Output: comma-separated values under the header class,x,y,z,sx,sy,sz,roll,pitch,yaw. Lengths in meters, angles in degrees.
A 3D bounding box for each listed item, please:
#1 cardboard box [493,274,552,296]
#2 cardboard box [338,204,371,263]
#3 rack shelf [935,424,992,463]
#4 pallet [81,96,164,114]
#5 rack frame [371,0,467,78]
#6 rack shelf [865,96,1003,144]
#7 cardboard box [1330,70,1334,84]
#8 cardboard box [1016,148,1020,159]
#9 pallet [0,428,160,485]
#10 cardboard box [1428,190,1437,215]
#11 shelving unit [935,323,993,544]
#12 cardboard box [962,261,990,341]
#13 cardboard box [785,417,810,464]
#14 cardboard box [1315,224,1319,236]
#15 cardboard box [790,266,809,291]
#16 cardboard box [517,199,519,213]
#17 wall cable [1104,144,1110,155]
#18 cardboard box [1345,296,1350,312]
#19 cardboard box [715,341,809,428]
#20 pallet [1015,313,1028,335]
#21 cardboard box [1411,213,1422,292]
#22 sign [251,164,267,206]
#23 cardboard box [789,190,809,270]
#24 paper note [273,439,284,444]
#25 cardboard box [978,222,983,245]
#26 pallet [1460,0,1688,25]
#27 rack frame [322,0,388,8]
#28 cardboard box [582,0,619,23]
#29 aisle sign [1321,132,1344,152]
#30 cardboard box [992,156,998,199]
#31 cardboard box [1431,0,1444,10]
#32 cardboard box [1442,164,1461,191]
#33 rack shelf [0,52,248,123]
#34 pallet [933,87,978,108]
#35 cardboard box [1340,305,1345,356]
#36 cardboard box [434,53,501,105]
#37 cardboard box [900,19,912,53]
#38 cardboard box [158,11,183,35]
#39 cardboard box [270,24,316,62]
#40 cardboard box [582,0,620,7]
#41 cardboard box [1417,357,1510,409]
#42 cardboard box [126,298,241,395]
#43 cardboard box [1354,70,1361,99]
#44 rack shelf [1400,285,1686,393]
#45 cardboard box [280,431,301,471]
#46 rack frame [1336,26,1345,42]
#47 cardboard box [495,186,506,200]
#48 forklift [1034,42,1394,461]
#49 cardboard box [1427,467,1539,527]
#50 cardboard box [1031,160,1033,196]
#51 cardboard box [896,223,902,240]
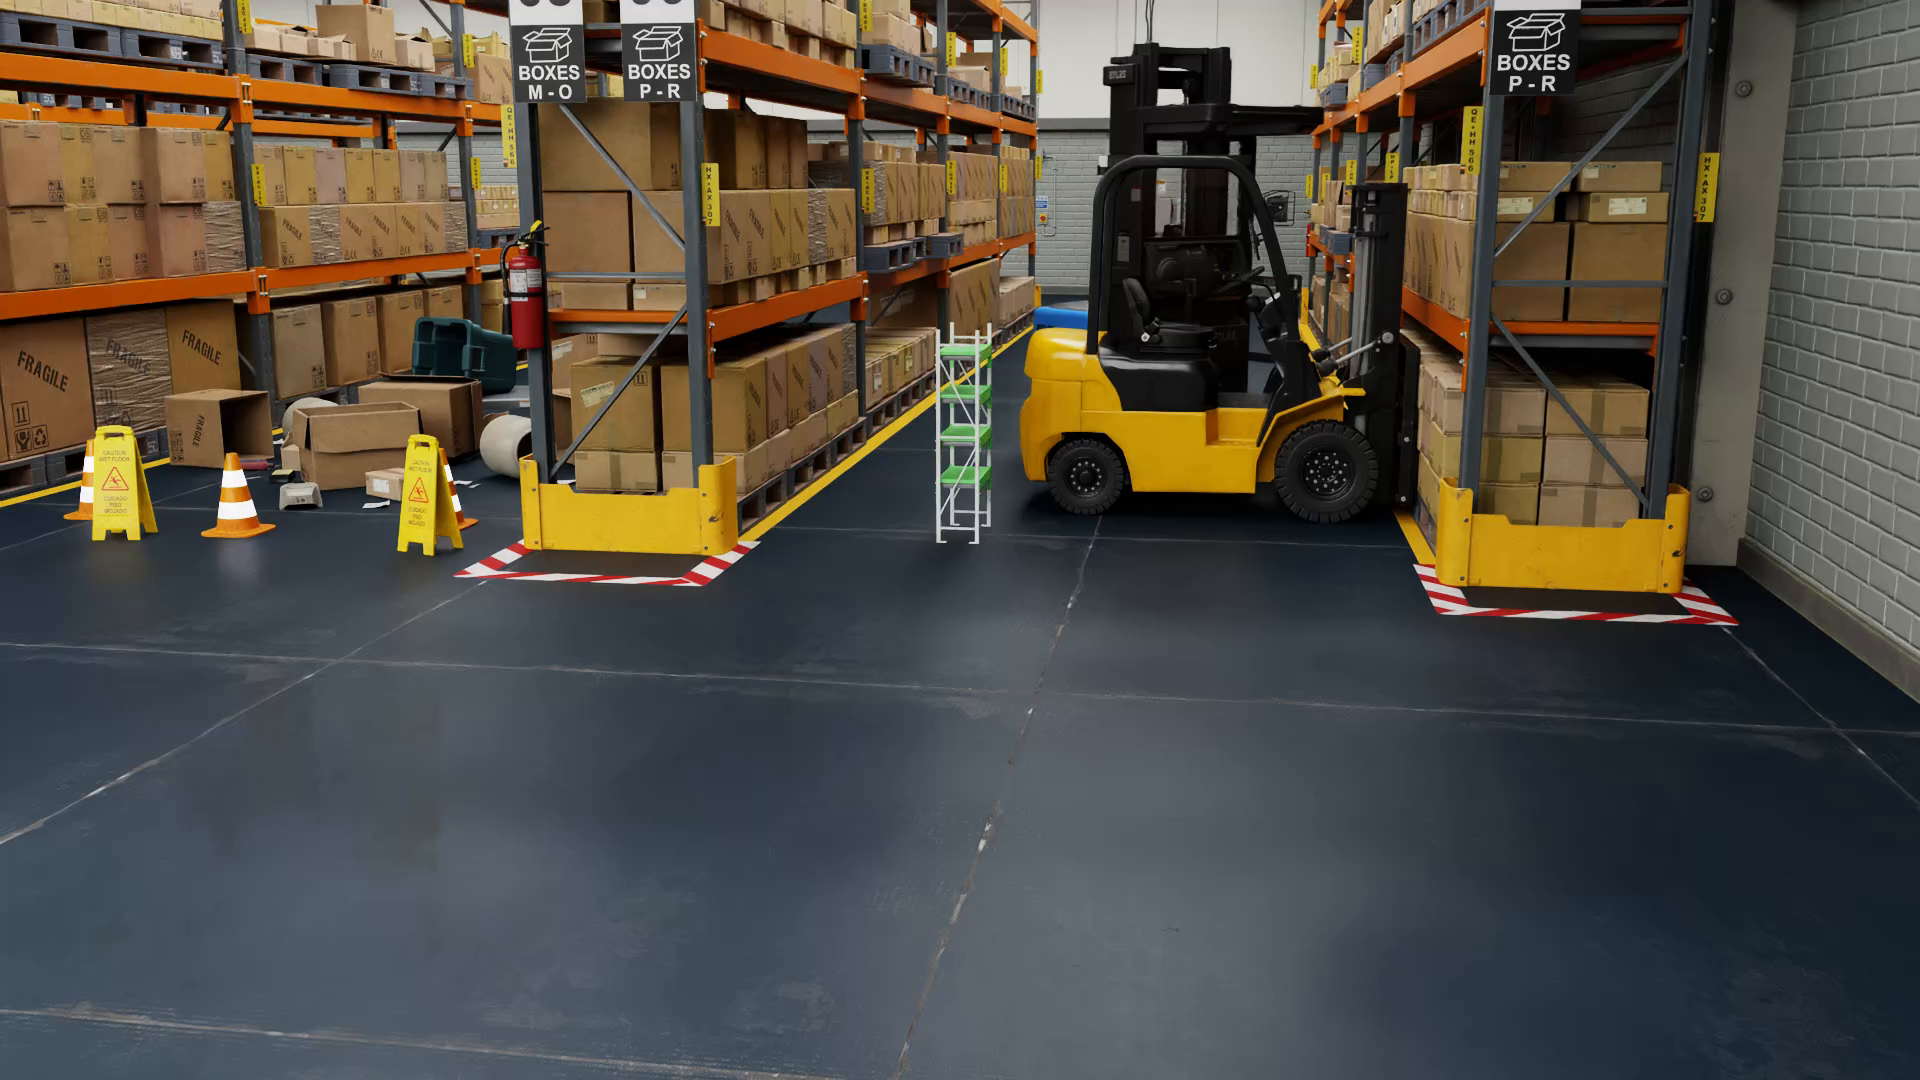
class,x,y,z,sx,sy,sz,roll,pitch,yaw
cardboard box,-5.021,-2.916,19.063,0.500,0.250,0.500,2,12,9
cardboard box,-5.645,-2.749,14.891,0.500,0.500,0.500,2,12,8
rack shelf,0.025,-0.559,9.540,0.258,0.148,0.480,2,12,9
pallet,-10.203,-5.147,19.585,1.003,0.211,1.213,2,12,11
rack frame,-5.533,-6.155,16.695,1.000,3.000,0.127,2,12,9
rack shelf,-0.319,-4.614,18.372,1.077,0.370,4.000,2,12,9
cardboard box,4.316,-5.146,18.493,0.380,0.149,0.250,2,12,9
cardboard box,0.605,-5.255,22.606,0.380,0.149,0.250,2,12,10
pallet,-6.528,-0.616,11.853,1.003,0.211,1.213,2,12,9
cardboard box,3.097,-2.078,10.236,0.380,0.149,0.250,2,12,7
shelving unit,0.025,-0.621,9.527,0.258,1.200,0.503,2,12,9
cardboard box,-0.159,-2.763,19.239,0.875,0.875,0.875,2,12,10
cardboard box,-1.302,-0.658,10.957,0.500,0.250,0.500,3,12,12
cardboard box,4.940,-4.140,22.179,0.380,0.149,0.250,2,12,7
cardboard box,-1.215,-1.732,11.009,0.380,0.149,0.250,2,12,9
cardboard box,-5.105,-3.761,18.720,0.380,0.149,0.250,2,12,9
wall cable,2.851,-6.376,29.549,0.588,1.984,0.122,2,12,9
cardboard box,4.116,-2.393,16.872,0.380,0.149,0.250,1,12,6
cardboard box,-1.295,-1.023,10.869,0.500,0.500,0.500,2,12,10
pallet,0.368,-2.963,22.743,1.003,0.211,1.213,2,12,9
cardboard box,3.197,-1.841,10.680,0.500,0.500,0.500,2,12,8
sign,-5.599,-2.834,13.282,0.100,0.325,0.005,2,12,9
cardboard box,-1.286,-2.022,10.813,0.500,0.500,0.500,2,12,7
paper note,-5.357,-0.770,12.991,0.147,0.020,0.142,-7,14,-30
cardboard box,-0.007,-3.531,19.113,0.500,0.250,0.500,2,12,7
pallet,3.183,-2.827,8.583,1.003,0.211,1.213,2,12,9
rack frame,-9.188,-8.002,25.266,1.000,3.000,0.127,2,12,9
cardboard box,-2.078,-2.845,9.050,0.380,0.149,0.250,2,12,9
aisle sign,5.230,-5.883,23.502,0.394,0.787,0.004,2,12,9
cardboard box,0.168,-4.353,19.959,0.500,0.500,0.500,2,12,10
cardboard box,3.135,-3.446,10.330,0.396,0.266,0.258,2,12,7
cardboard box,2.958,-2.066,9.475,0.380,0.149,0.250,2,12,10
rack shelf,-6.456,-3.088,11.291,1.077,0.370,4.000,2,12,9
pallet,-0.411,-4.826,18.095,1.003,0.211,1.213,2,12,11
cardboard box,4.297,-2.215,17.586,0.500,0.500,0.500,2,12,11
cardboard box,-5.182,-4.848,17.512,0.500,0.500,0.500,2,12,9
cardboard box,-0.678,-4.063,13.467,0.500,0.250,0.500,2,12,8
cardboard box,-5.965,-3.795,12.226,0.380,0.149,0.250,2,12,10
cardboard box,-6.096,-4.439,14.828,0.500,0.311,0.500,1,12,7
cardboard box,-2.044,-3.072,9.157,0.500,0.250,0.500,2,12,8
cardboard box,2.952,-0.926,9.825,0.500,0.250,0.500,2,12,9
cardboard box,-6.314,-1.428,13.046,0.875,0.875,0.875,2,12,10
cardboard box,4.118,-4.431,16.170,0.500,0.250,0.500,1,12,7
rack shelf,3.356,-1.323,10.218,1.077,0.370,4.000,2,12,9
cardboard box,-4.593,-0.636,11.814,0.396,0.266,0.258,4,13,18
rack frame,4.894,-6.689,19.170,1.000,3.000,0.127,2,12,9
cardboard box,-5.190,-3.793,18.160,0.380,0.149,0.250,2,12,8
forklift,1.800,-1.959,11.627,1.130,2.935,3.031,-8,15,-34
cardboard box,2.809,-0.227,8.957,0.500,0.250,0.500,2,12,9
cardboard box,0.765,-5.178,23.791,0.500,0.500,0.500,2,12,11
cardboard box,-0.708,-2.655,14.291,0.380,0.149,0.250,2,12,9
